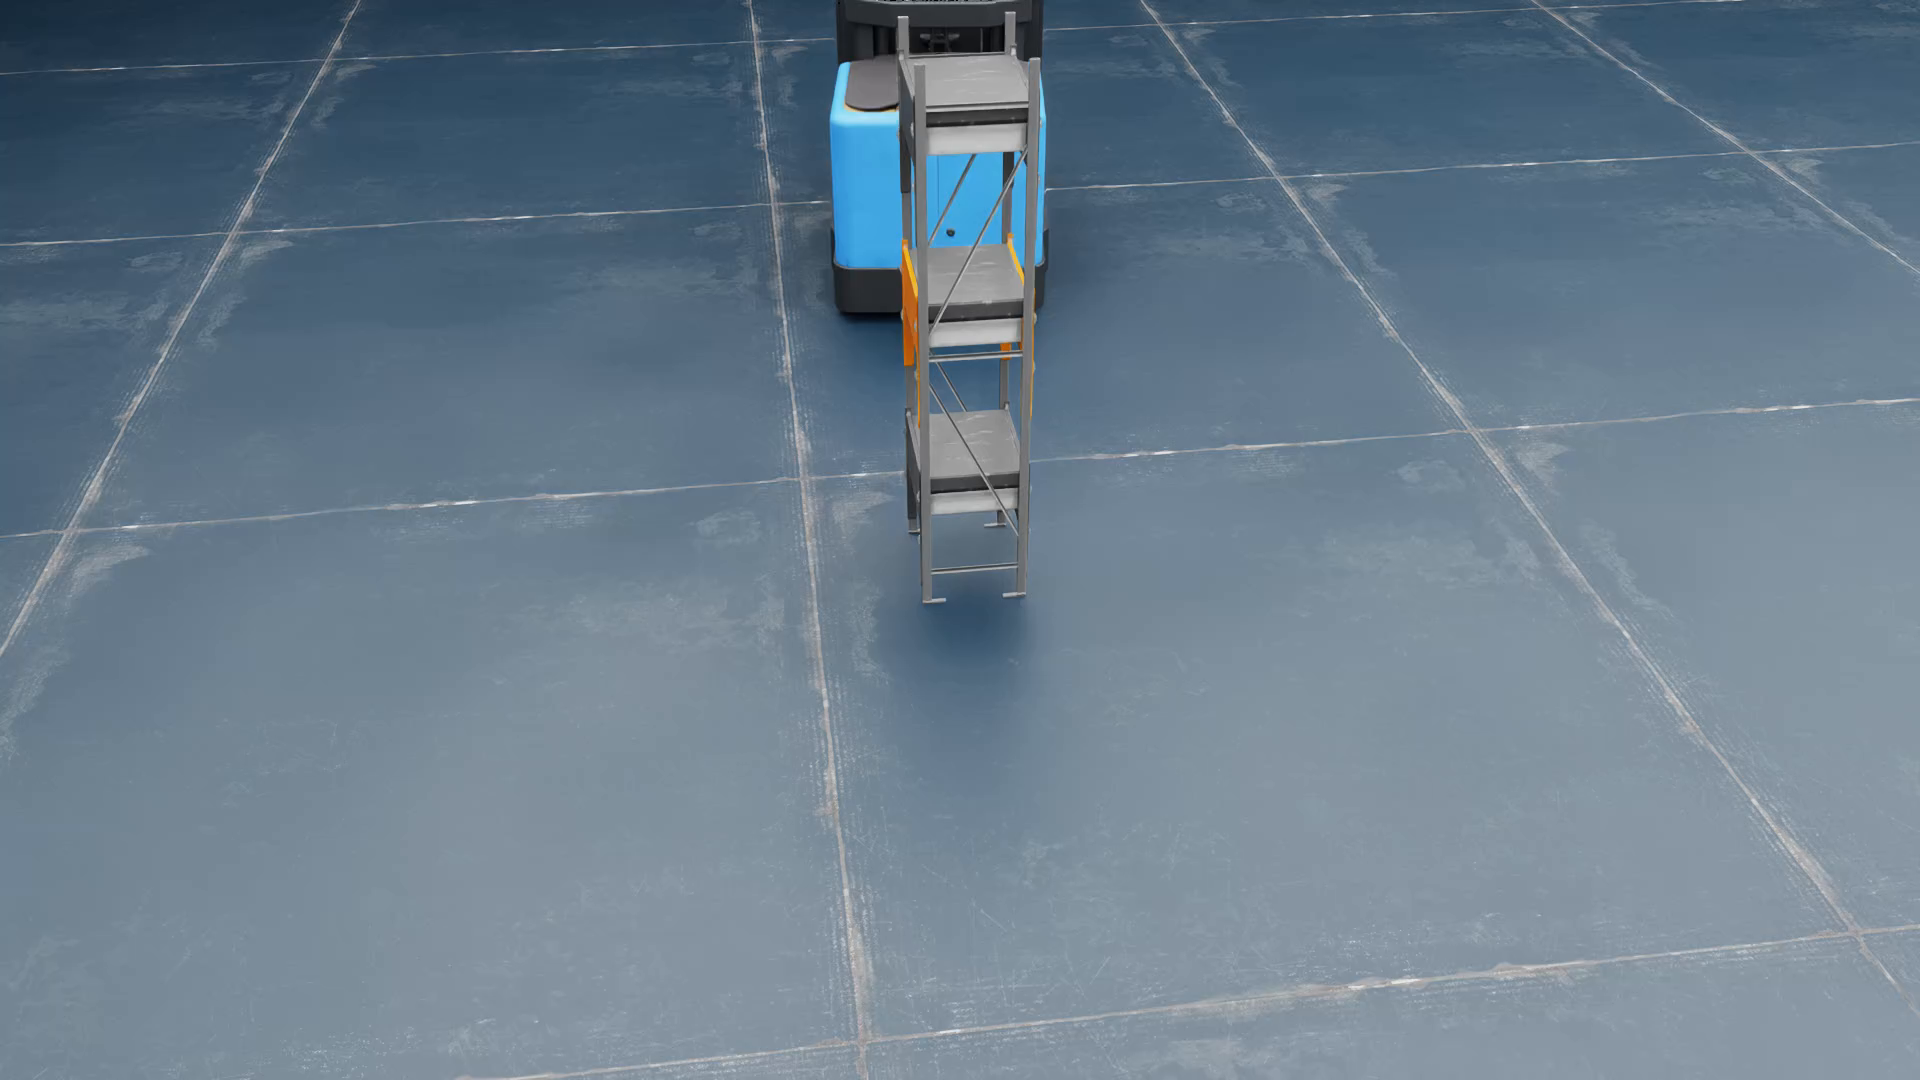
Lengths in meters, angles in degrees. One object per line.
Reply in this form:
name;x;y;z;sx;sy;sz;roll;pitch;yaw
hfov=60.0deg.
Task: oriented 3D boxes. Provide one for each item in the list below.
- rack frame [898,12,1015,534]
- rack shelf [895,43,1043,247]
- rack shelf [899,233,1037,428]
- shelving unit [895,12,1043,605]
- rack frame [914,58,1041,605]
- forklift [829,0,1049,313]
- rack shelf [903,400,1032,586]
rack frame;-0.011;-0.911;6.223;0.400;2.100;0.015;-4;35;-6
rack shelf;0.022;-1.342;5.637;0.431;0.518;0.480;-4;35;-6
rack shelf;0.022;-0.764;6.031;0.431;0.518;0.480;-4;35;-6
shelving unit;0.022;-0.775;6.023;0.431;2.100;0.503;-4;35;-6
rack frame;0.055;-0.639;5.823;0.400;2.100;0.015;-4;35;-6
forklift;-0.107;-3.137;8.751;1.130;2.935;3.031;0;34;0
rack shelf;0.022;-0.186;6.425;0.431;0.518;0.480;-4;35;-6
